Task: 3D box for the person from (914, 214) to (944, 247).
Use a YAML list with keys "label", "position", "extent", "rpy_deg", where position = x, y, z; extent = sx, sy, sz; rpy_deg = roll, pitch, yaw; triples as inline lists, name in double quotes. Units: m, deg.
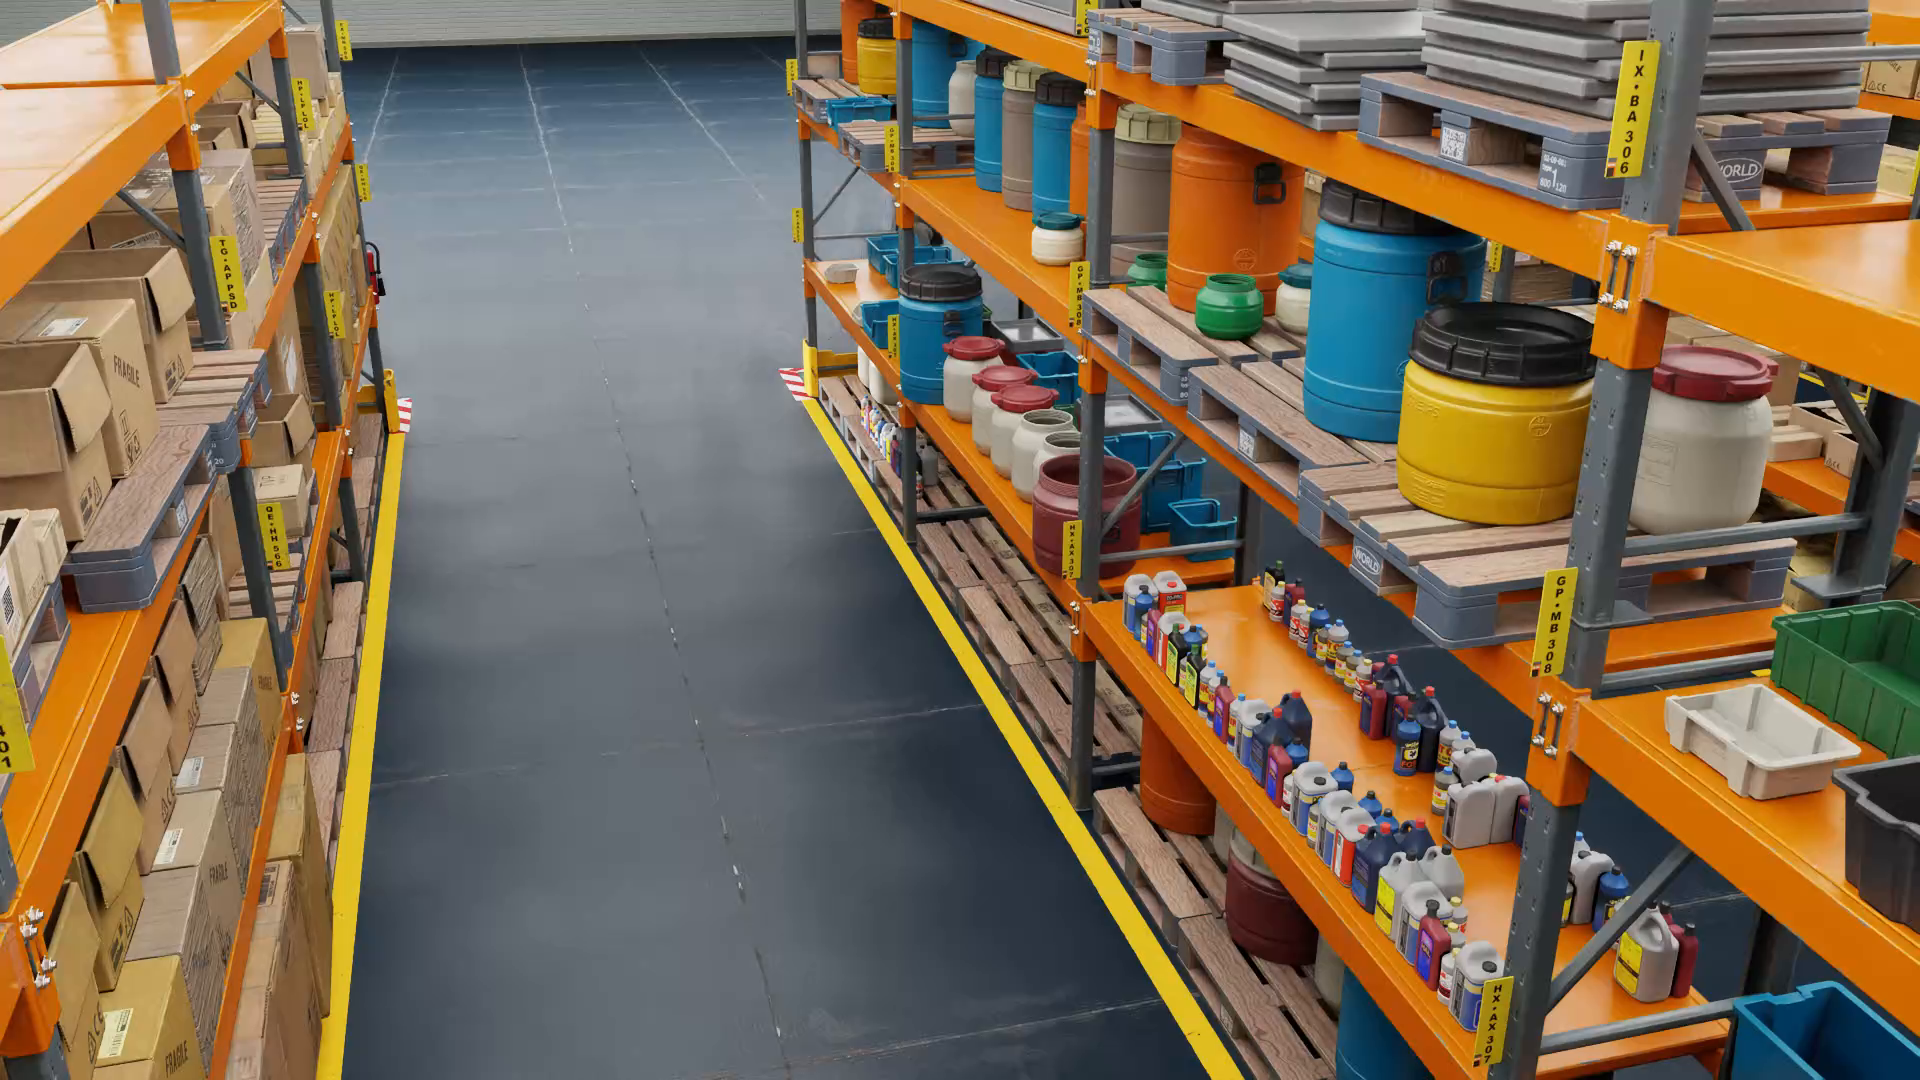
- label: "person"
  position: [-0.282, -2.825, 17.423]
  extent: [0.919, 1.667, 0.564]
  rpy_deg: [3, 23, 7]
